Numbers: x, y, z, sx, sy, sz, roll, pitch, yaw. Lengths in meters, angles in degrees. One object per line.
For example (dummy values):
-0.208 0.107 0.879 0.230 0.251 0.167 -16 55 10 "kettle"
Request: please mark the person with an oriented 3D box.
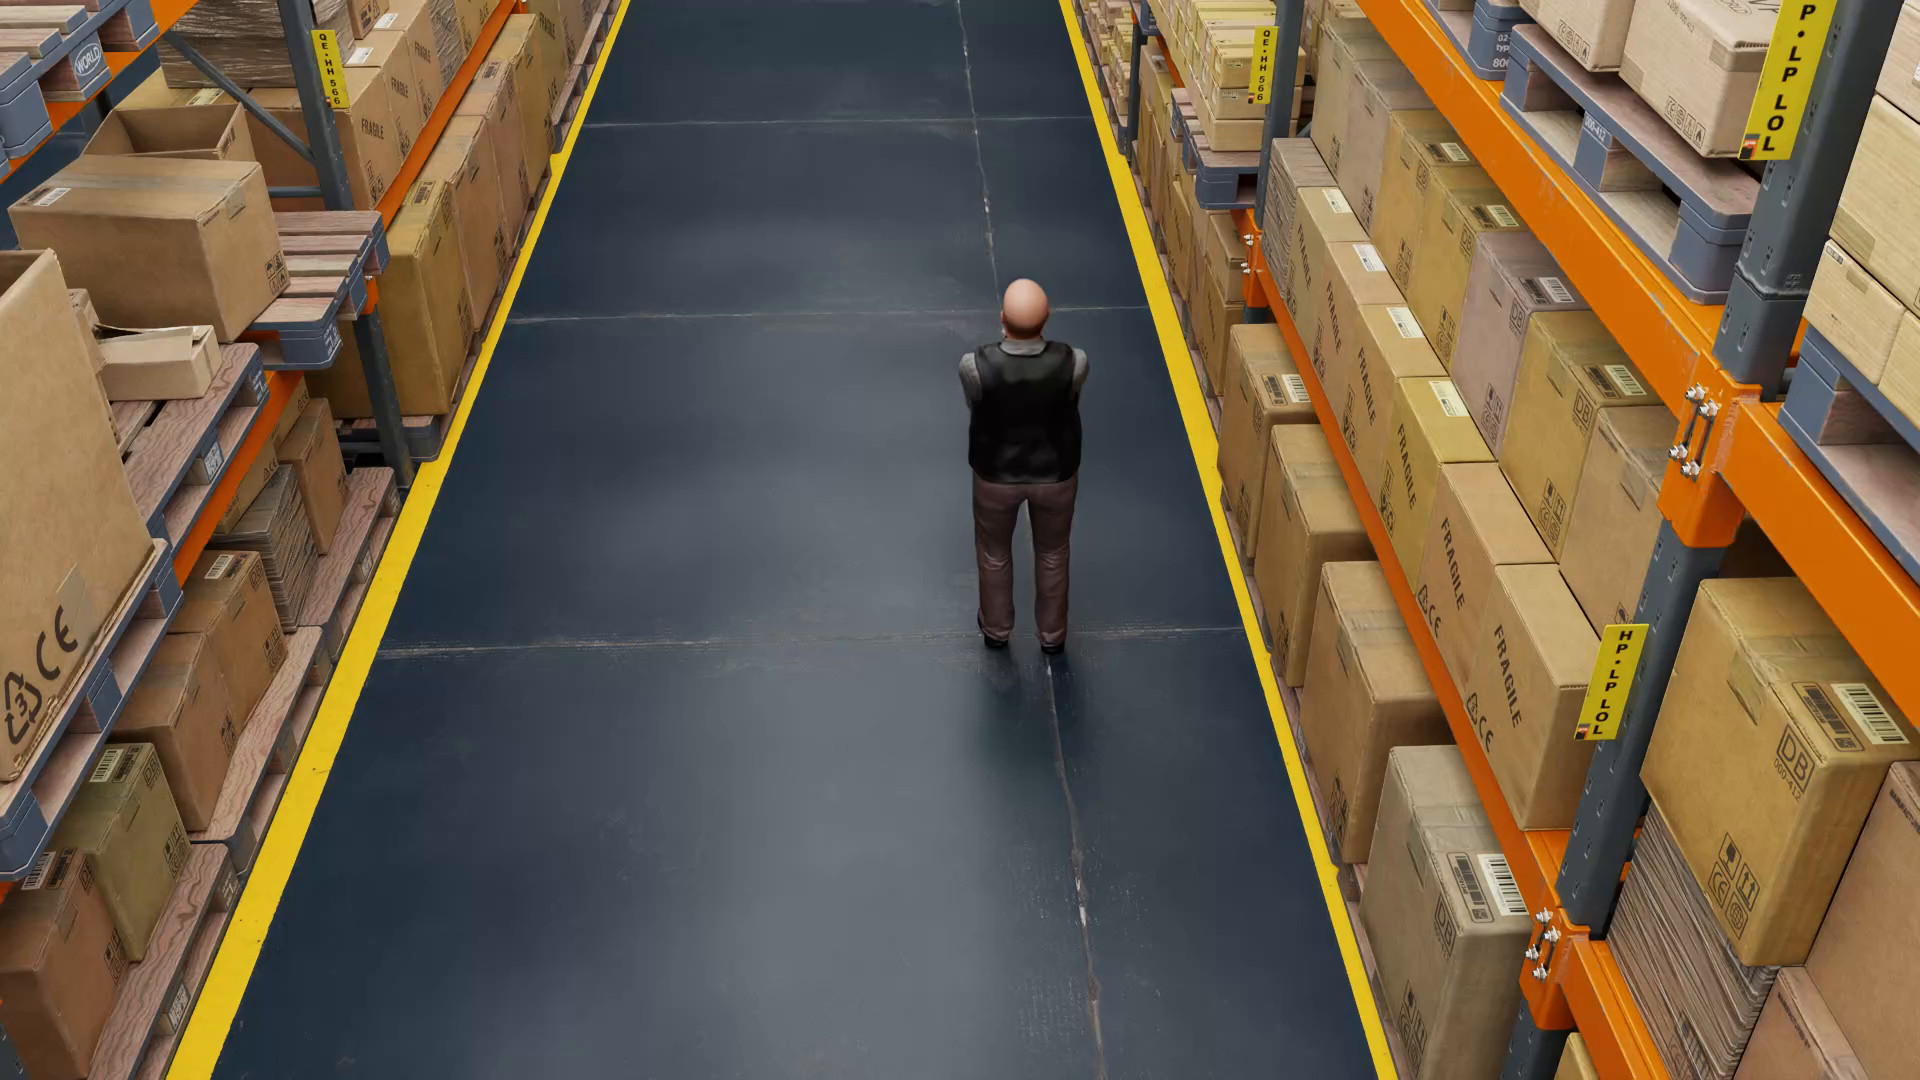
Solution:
0.235 -0.319 6.630 0.494 1.712 0.559 -1 35 -2 "person"
